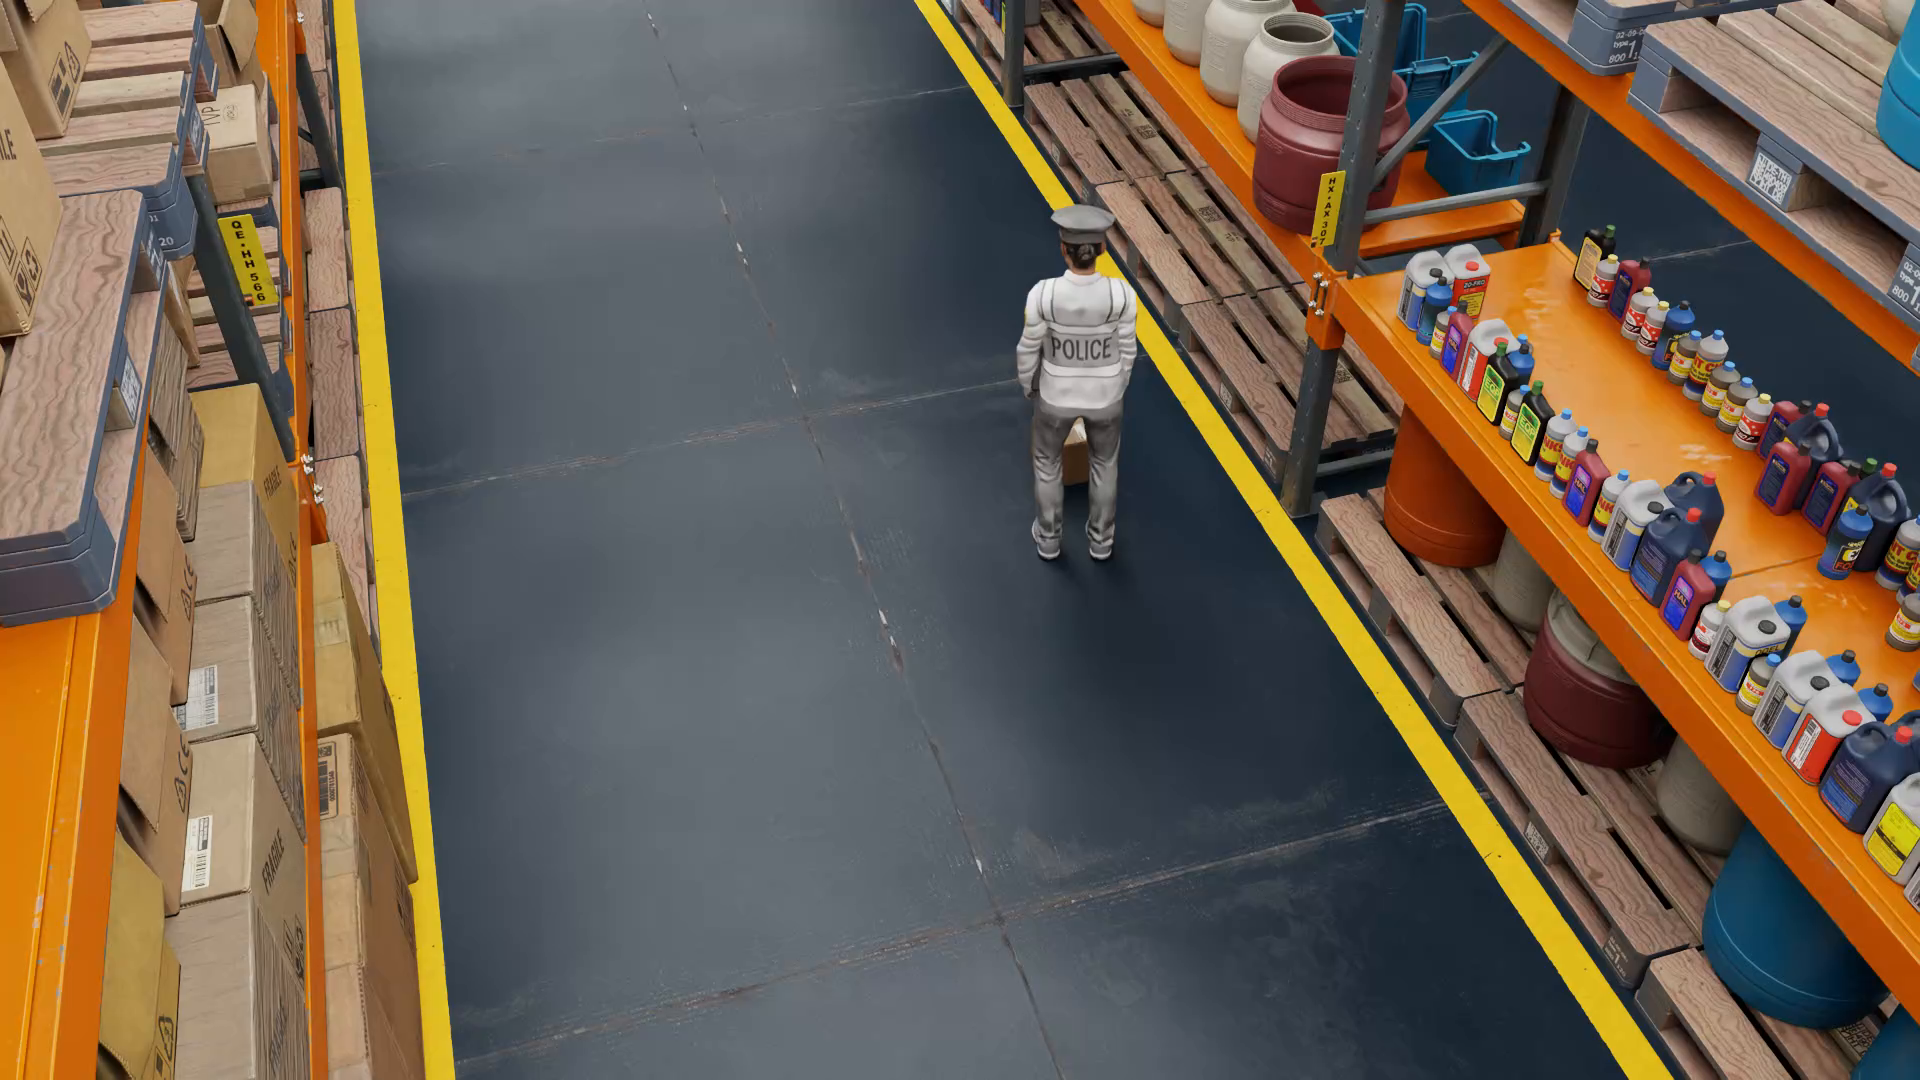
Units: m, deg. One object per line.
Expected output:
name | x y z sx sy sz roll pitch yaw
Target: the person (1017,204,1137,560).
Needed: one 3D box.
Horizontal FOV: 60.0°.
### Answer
person | 0.469 -0.605 6.836 0.482 1.654 0.366 1 42 1
